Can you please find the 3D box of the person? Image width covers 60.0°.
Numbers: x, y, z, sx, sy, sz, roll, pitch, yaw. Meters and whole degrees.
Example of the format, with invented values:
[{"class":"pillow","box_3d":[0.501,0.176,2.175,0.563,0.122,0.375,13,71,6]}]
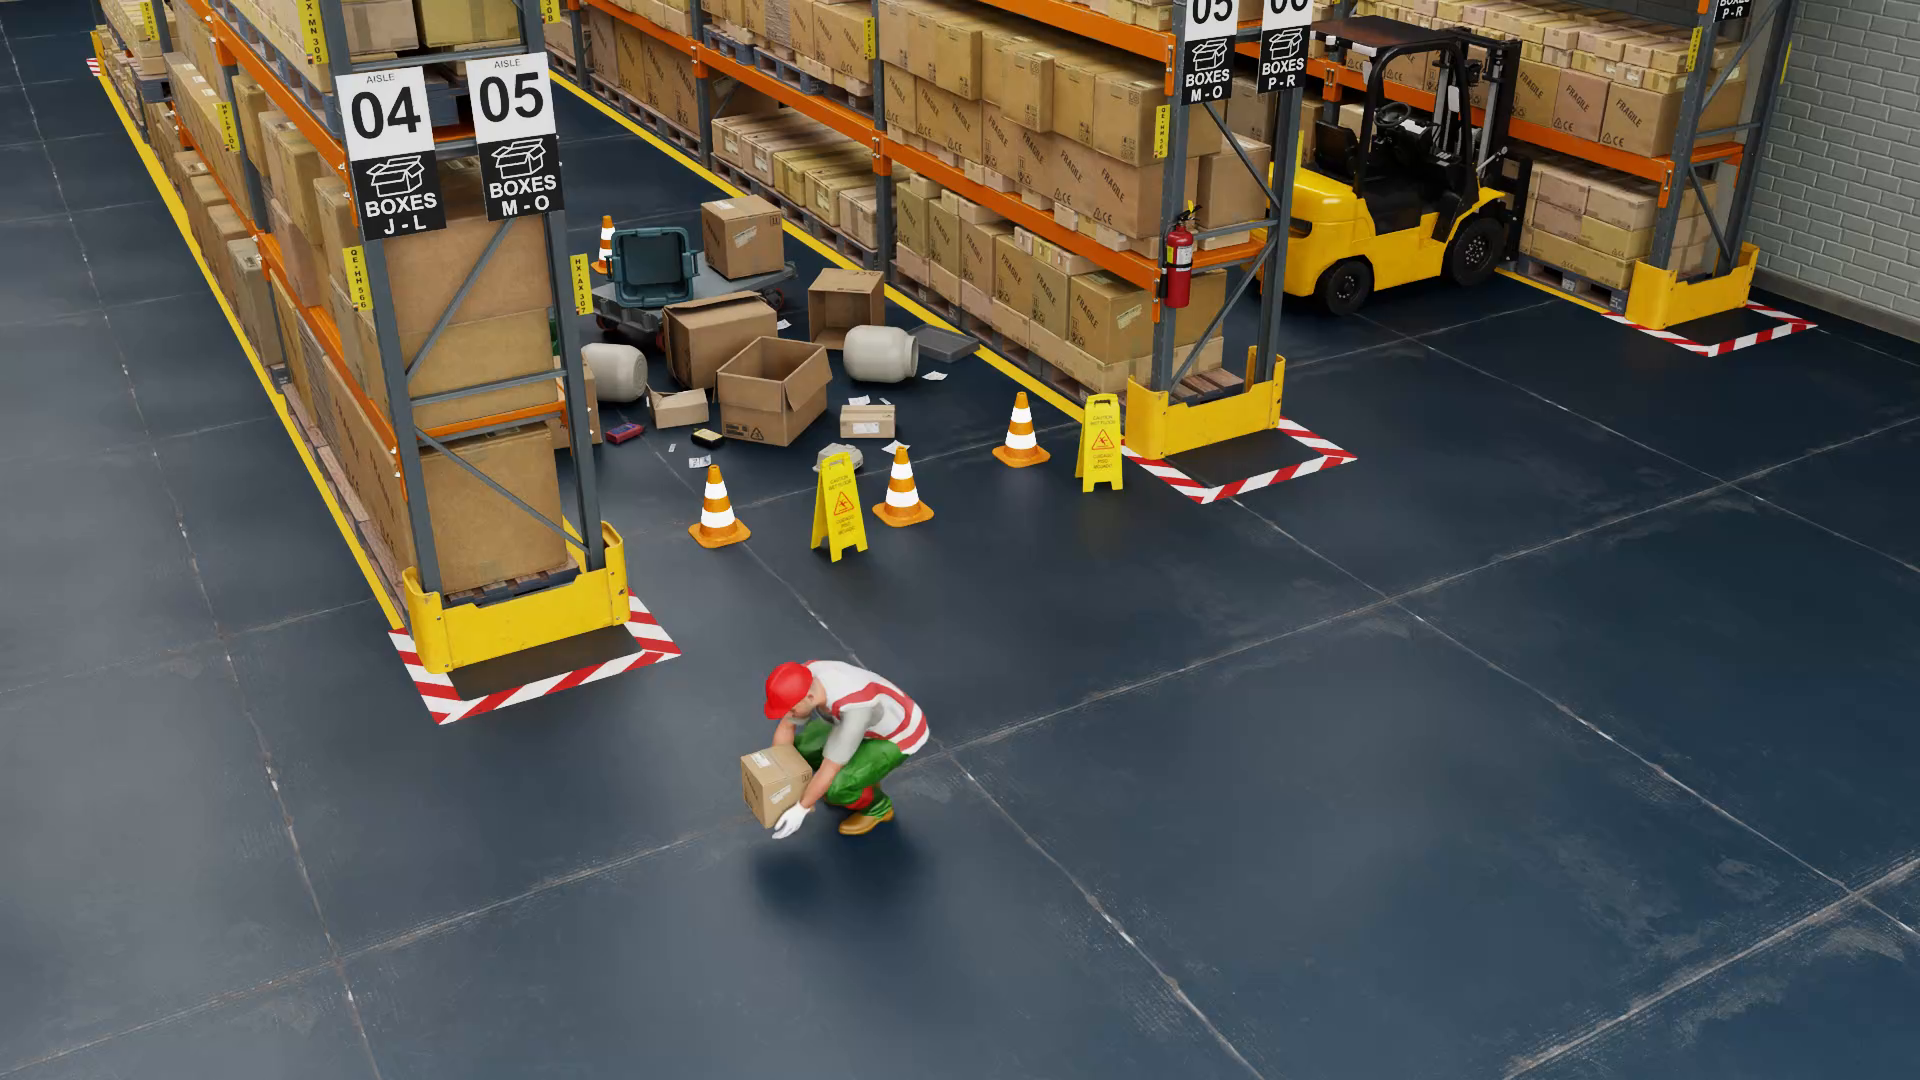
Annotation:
[{"class":"person","box_3d":[-0.556,0.906,7.724,0.860,0.995,0.568,-16,32,-26]}]
